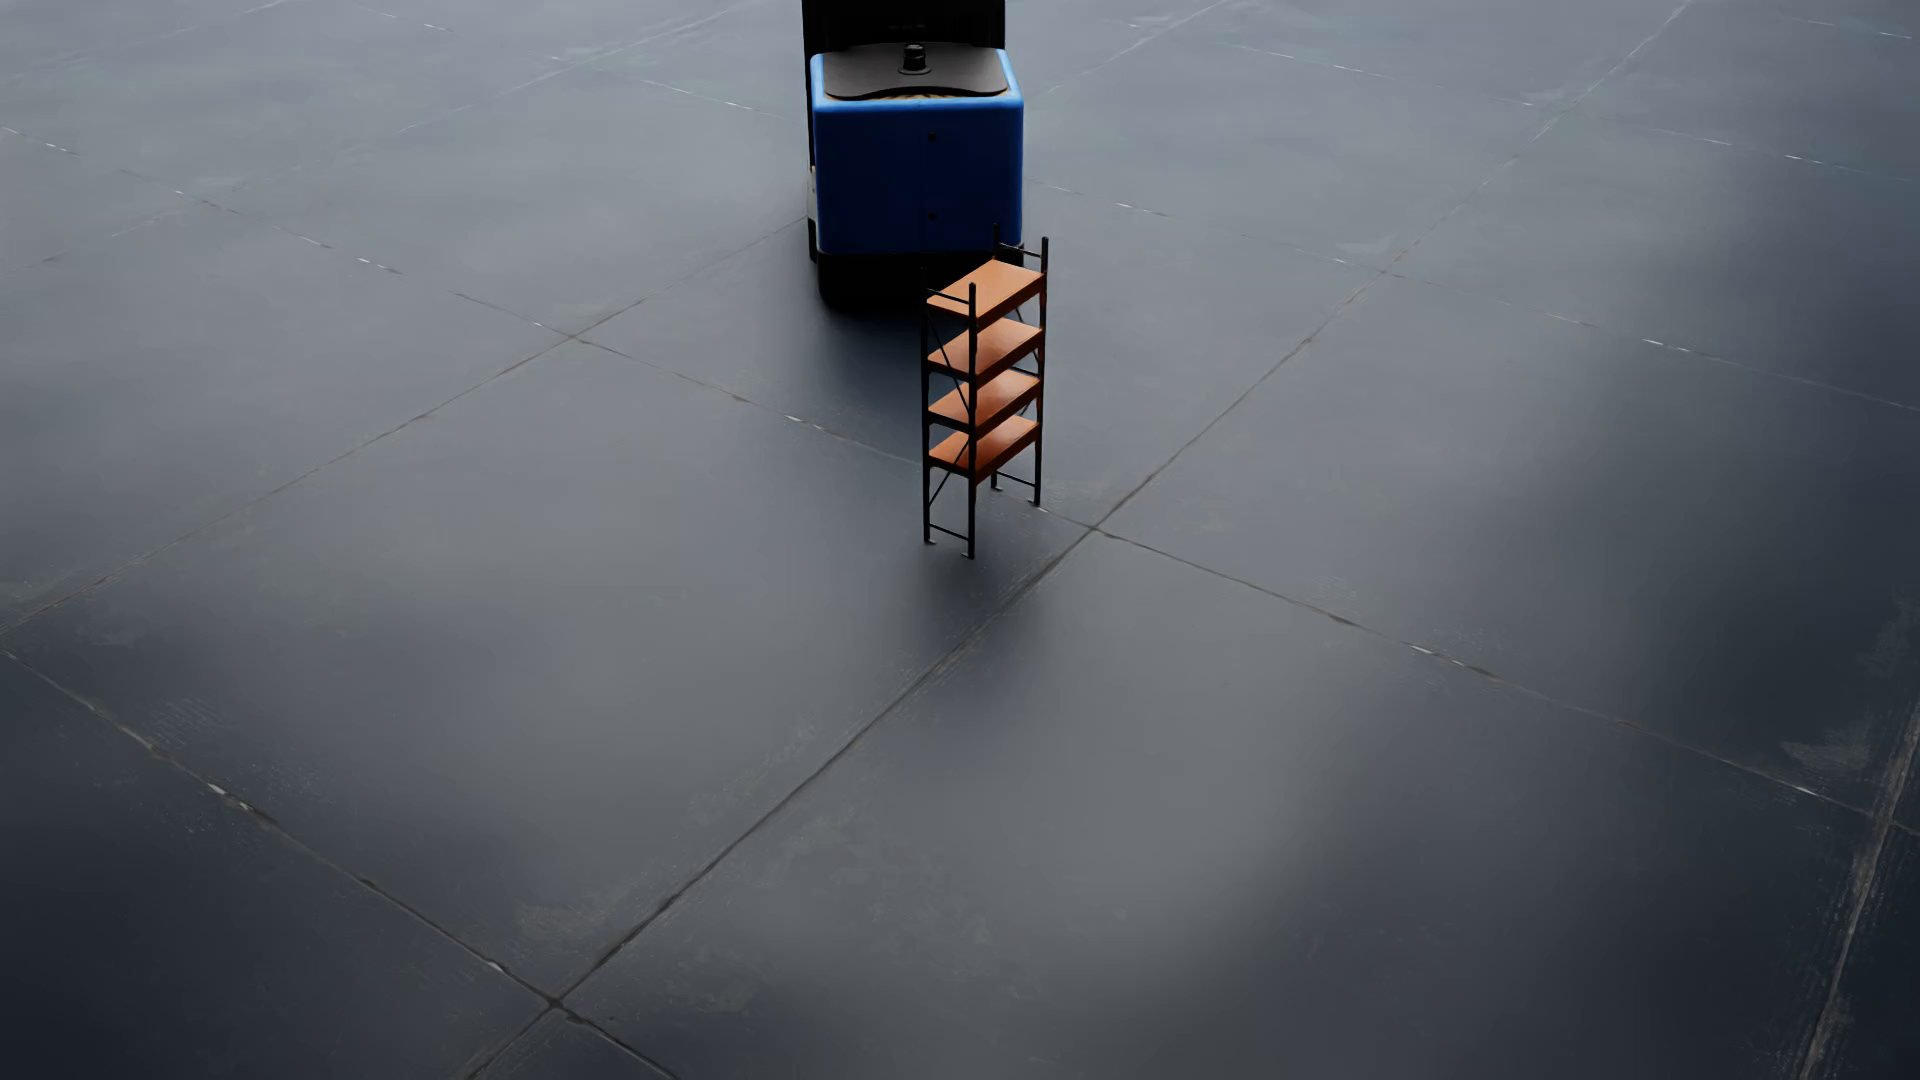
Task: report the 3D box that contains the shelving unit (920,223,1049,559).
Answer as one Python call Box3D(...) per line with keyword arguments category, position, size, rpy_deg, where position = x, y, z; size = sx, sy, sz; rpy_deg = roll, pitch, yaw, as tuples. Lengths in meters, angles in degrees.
Box3D(category="shelving unit", position=(0.094, -0.573, 6.527), size=(0.258, 1.200, 0.503), rpy_deg=(21, 39, 28))

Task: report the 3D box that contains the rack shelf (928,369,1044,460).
Box3D(category="rack shelf", position=(0.094, -0.517, 6.564), size=(0.258, 0.148, 0.480), rpy_deg=(21, 39, 28))

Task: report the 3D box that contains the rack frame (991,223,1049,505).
Box3D(category="rack frame", position=(0.233, -0.686, 6.693), size=(0.240, 1.200, 0.015), rpy_deg=(21, 39, 28))

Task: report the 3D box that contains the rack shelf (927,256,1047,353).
Box3D(category="rack shelf", position=(0.094, -0.899, 6.306), size=(0.258, 0.148, 0.480), rpy_deg=(21, 39, 28))

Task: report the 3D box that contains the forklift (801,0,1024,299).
Box3D(category="forklift", position=(-0.325, -3.240, 8.924), size=(1.130, 2.935, 3.031), rpy_deg=(-3, 34, -4))

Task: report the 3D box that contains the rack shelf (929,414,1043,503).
Box3D(category="rack shelf", position=(0.094, -0.353, 6.675), size=(0.258, 0.148, 0.480), rpy_deg=(21, 39, 28))

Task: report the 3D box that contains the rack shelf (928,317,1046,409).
Box3D(category="rack shelf", position=(0.094, -0.703, 6.439), size=(0.258, 0.148, 0.480), rpy_deg=(21, 39, 28))

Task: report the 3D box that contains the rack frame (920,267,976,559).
Box3D(category="rack frame", position=(-0.045, -0.461, 6.360), size=(0.240, 1.200, 0.015), rpy_deg=(21, 39, 28))
